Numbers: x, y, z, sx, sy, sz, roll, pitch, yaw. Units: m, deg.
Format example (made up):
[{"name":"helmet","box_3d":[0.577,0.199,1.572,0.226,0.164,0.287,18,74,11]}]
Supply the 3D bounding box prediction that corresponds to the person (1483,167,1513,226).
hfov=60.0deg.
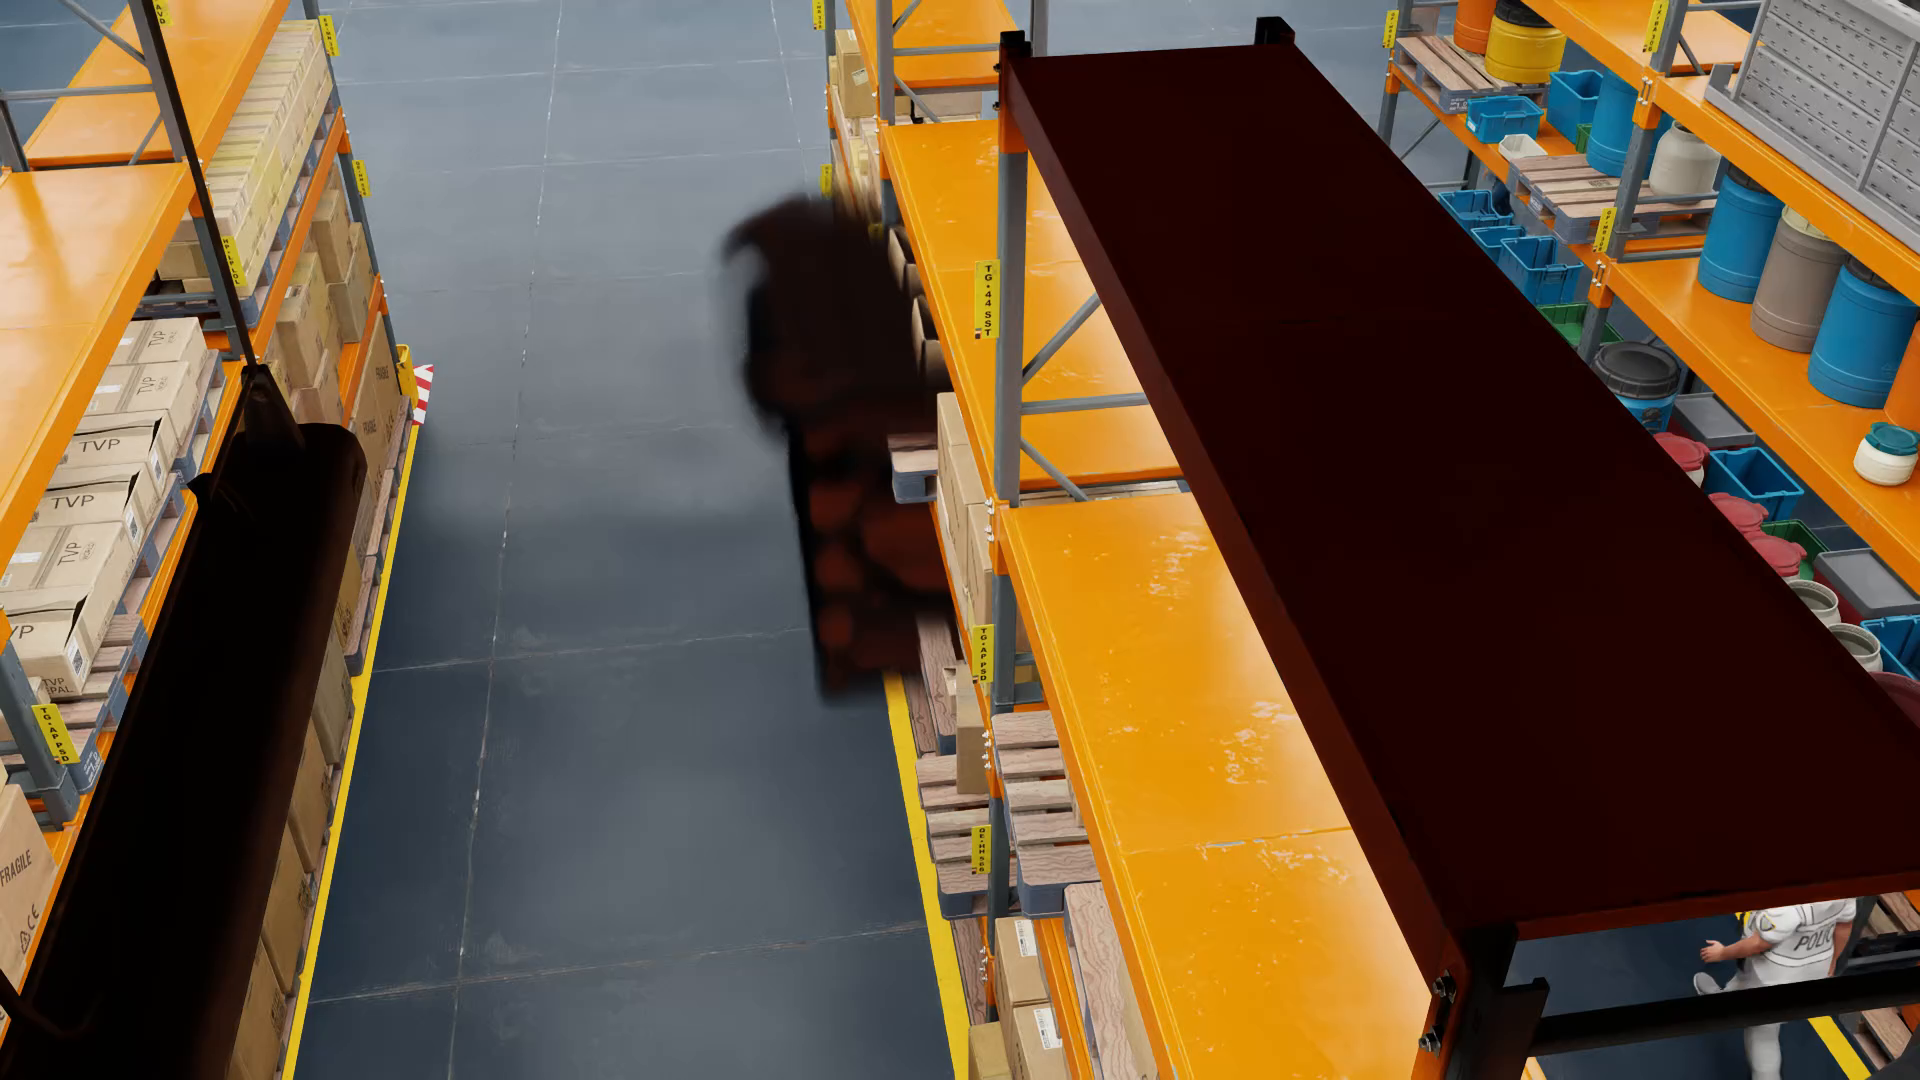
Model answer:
[{"name":"person","box_3d":[5.665,-3.792,17.259,0.477,1.604,0.420,-7,37,-9]}]

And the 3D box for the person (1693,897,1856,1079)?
[{"name":"person","box_3d":[4.217,2.140,8.603,0.646,1.710,1.015,-7,37,-9]}]
